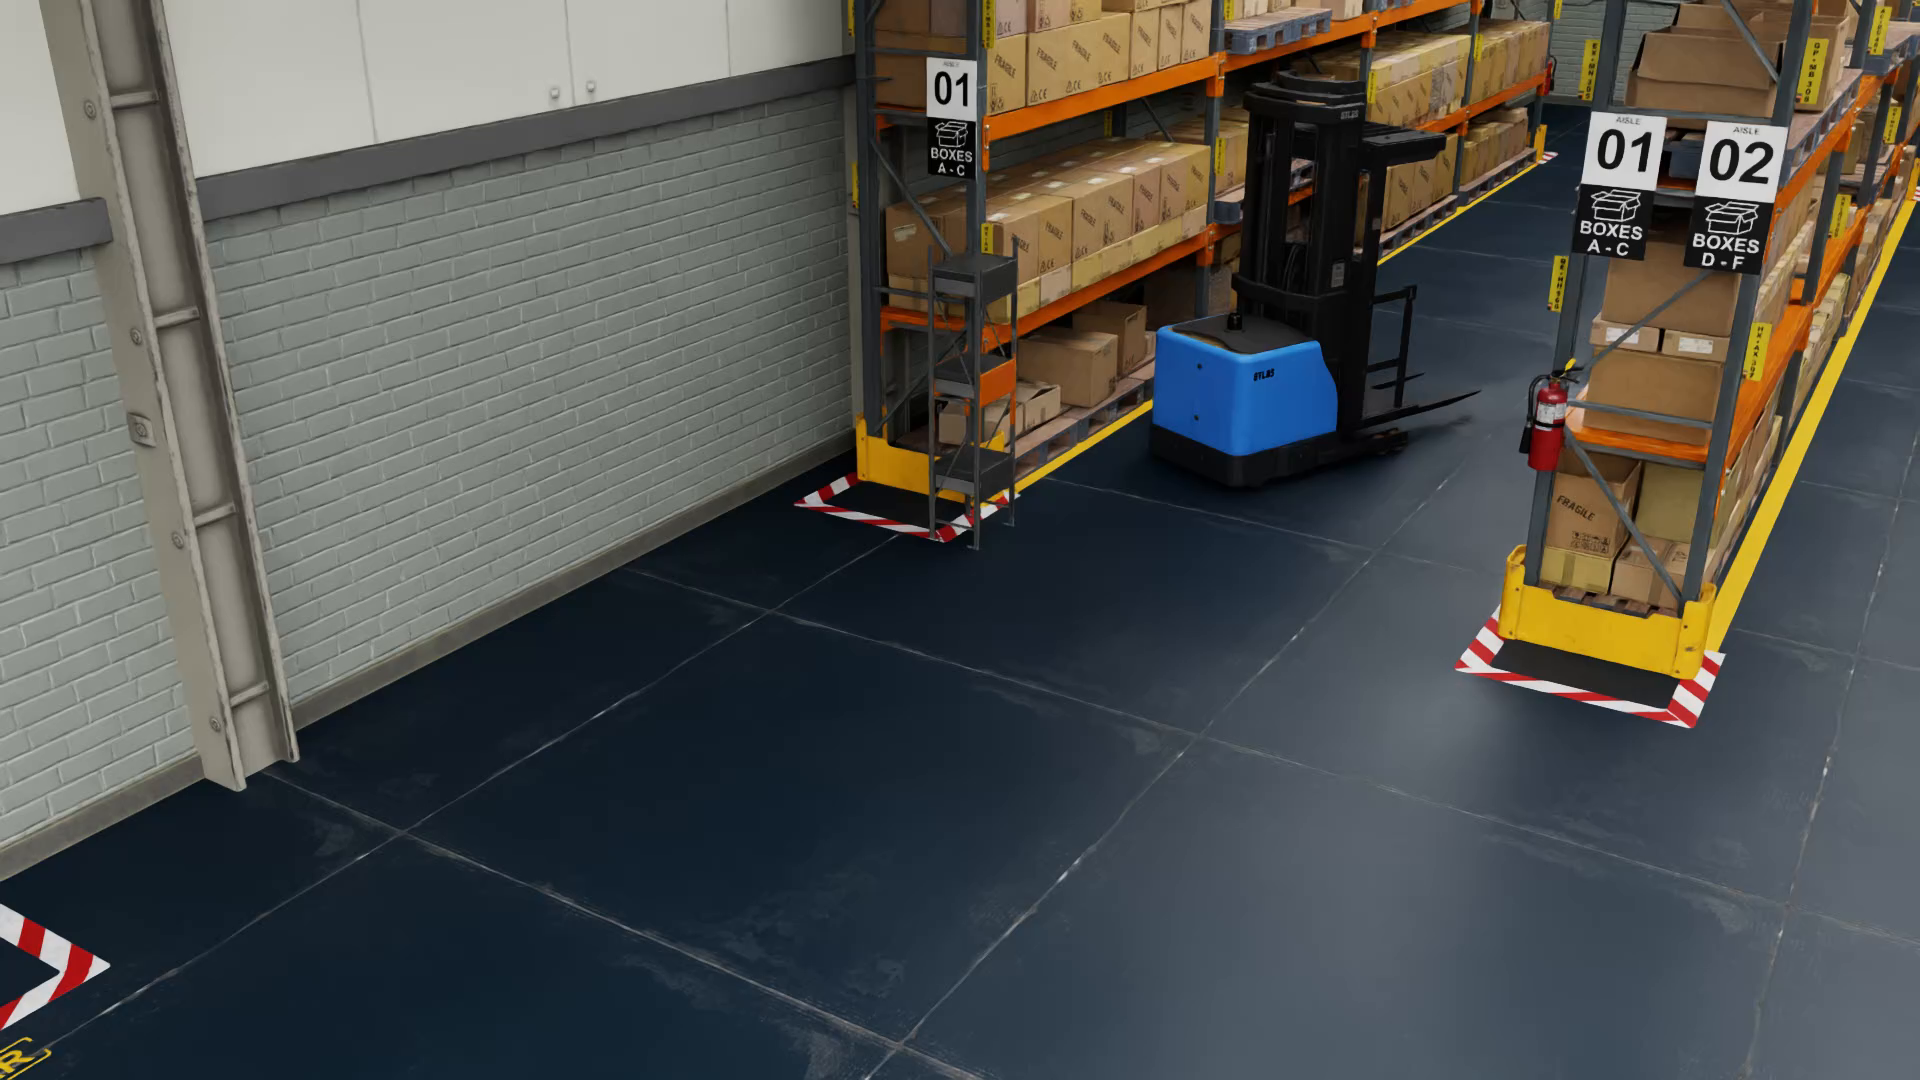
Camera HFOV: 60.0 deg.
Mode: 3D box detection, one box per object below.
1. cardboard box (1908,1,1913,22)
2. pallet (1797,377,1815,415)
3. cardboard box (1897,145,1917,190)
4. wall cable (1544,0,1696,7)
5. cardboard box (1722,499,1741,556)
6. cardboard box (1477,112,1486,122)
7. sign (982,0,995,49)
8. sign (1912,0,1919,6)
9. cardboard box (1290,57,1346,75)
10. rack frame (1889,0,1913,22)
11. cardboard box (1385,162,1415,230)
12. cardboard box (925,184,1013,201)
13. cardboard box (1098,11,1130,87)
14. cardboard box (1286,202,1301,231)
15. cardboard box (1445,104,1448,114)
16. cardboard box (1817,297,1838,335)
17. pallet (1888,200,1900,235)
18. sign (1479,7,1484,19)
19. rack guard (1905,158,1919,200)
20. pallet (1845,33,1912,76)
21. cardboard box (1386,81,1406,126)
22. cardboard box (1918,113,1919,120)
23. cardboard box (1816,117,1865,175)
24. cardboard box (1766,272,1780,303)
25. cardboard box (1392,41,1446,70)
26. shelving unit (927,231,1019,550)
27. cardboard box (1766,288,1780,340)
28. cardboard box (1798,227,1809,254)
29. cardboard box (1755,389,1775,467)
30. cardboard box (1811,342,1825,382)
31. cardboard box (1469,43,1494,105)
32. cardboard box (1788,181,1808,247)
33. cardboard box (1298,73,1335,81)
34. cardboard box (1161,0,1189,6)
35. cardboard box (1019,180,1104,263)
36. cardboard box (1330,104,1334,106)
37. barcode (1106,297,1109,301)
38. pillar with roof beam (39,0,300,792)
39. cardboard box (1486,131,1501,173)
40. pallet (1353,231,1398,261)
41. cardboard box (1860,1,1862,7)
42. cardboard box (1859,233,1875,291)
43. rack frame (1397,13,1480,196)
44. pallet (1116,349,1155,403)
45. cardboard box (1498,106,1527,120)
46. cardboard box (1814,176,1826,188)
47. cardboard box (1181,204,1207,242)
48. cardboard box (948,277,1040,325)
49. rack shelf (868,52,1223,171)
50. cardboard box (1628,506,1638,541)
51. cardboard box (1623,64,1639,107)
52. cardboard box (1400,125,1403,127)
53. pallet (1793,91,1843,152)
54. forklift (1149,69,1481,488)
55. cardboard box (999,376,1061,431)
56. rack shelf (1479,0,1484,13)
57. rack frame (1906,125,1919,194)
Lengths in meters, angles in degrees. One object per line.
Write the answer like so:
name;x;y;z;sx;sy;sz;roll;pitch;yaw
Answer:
cardboard box;8.900;-5.352;16.435;0.910;0.500;0.500;14;27;29
pallet;7.044;-1.468;14.875;1.003;0.211;1.213;14;27;29
cardboard box;12.298;-4.947;21.994;0.500;0.500;0.500;14;27;29
wall cable;11.452;-10.326;28.185;3.097;2.526;0.112;14;27;29
cardboard box;4.932;-0.131;11.209;0.500;0.250;0.500;14;27;29
cardboard box;7.244;-5.993;23.619;0.380;0.149;0.250;14;27;30
sign;0.186;-3.428;11.017;0.100;0.325;0.005;14;27;29
sign;8.623;-4.958;14.902;0.100;0.325;0.005;14;27;29
cardboard box;3.964;-5.207;18.533;0.500;0.250;0.500;15;27;30
rack frame;8.156;-6.180;14.699;1.000;3.000;0.127;14;27;29
cardboard box;4.912;-4.185;19.820;0.750;0.750;0.750;14;27;29
cardboard box;0.067;-2.420;12.784;0.500;0.500;0.500;14;27;30
cardboard box;0.963;-3.791;12.805;0.500;0.500;0.500;16;28;32
cardboard box;3.256;-3.430;17.546;0.500;0.250;0.500;14;27;30
cardboard box;5.829;-5.367;20.662;0.380;0.149;0.250;15;27;31
cardboard box;7.551;-2.041;14.915;0.500;0.311;0.500;14;27;29
pallet;11.271;-4.143;21.054;1.003;0.211;1.213;14;27;29
sign;7.697;-7.716;24.609;0.100;0.325;0.005;14;27;29
rack guard;12.335;-4.955;22.566;1.175;0.500;0.348;14;27;29
pallet;7.286;-4.091;13.887;1.003;0.211;1.213;15;28;31
cardboard box;4.703;-4.941;18.862;0.500;0.500;0.500;15;28;31
cardboard box;11.566;-5.452;20.442;0.500;0.500;0.500;13;27;28
cardboard box;8.392;-3.902;16.333;0.700;0.500;0.500;5;24;11
cardboard box;5.137;-1.677;10.905;0.380;0.149;0.250;14;27;29
cardboard box;5.479;-5.796;19.893;0.500;0.250;0.500;14;27;30
shelving unit;0.088;-1.019;11.462;0.431;2.100;0.503;14;27;29
cardboard box;5.276;-1.624;11.600;0.700;0.500;0.500;14;27;30
cardboard box;5.952;-2.201;12.116;0.380;0.149;0.250;13;27;28
cardboard box;5.453;-0.814;11.843;0.500;0.500;0.500;14;27;29
cardboard box;7.280;-1.611;14.629;0.500;0.250;0.500;14;27;30
cardboard box;6.355;-6.131;21.760;0.980;0.700;0.700;14;27;30
cardboard box;5.551;-2.397;11.751;0.700;0.500;0.500;14;27;29
cardboard box;3.789;-4.887;17.767;0.380;0.149;0.250;10;25;22
cardboard box;1.520;-4.590;13.393;0.500;0.500;0.500;16;28;32
cardboard box;0.780;-2.484;12.933;0.500;0.500;0.500;13;27;27
cardboard box;3.706;-4.551;17.808;0.700;0.500;0.500;11;26;23
barcode;1.347;-2.184;15.209;0.001;0.075;0.075;14;27;29
pillar with roof beam;-0.148;-2.007;5.060;9.100;9.000;0.400;14;27;29
cardboard box;7.077;-5.432;23.141;0.700;0.500;0.500;15;27;30
pallet;4.425;-3.435;19.418;1.003;0.211;1.213;14;27;29
cardboard box;7.392;-4.391;14.003;0.500;0.250;0.500;13;27;28
cardboard box;9.179;-2.922;17.316;0.500;0.500;0.500;13;27;28
rack frame;6.055;-5.814;21.405;1.000;3.000;0.127;14;27;29
pallet;1.511;-1.600;15.181;1.003;0.211;1.213;14;27;29
cardboard box;7.968;-6.169;24.025;0.380;0.149;0.250;14;27;28
cardboard box;7.284;-2.903;14.555;0.500;0.500;0.500;12;26;26
cardboard box;1.843;-2.831;14.678;0.500;0.250;0.500;14;27;29
cardboard box;0.252;-1.803;12.302;0.500;0.250;0.500;13;27;27
rack shelf;0.780;-3.485;13.155;1.077;0.370;4.000;14;27;29
cardboard box;4.221;-0.072;11.074;0.500;0.250;0.500;14;27;29
cardboard box;4.319;-2.736;10.002;0.500;0.250;0.500;14;27;29
cardboard box;4.971;-4.861;19.493;0.380;0.149;0.250;14;27;30
pallet;4.973;-2.710;10.569;1.003;0.211;1.213;14;27;29
forklift;3.001;-2.179;13.094;3.031;2.935;1.130;-16;28;-32
cardboard box;0.467;-1.139;13.436;0.500;0.311;0.500;16;28;33
rack shelf;7.110;-7.536;22.511;1.077;0.370;4.000;14;27;29
rack frame;12.376;-6.127;22.128;1.000;3.000;0.127;14;27;29
